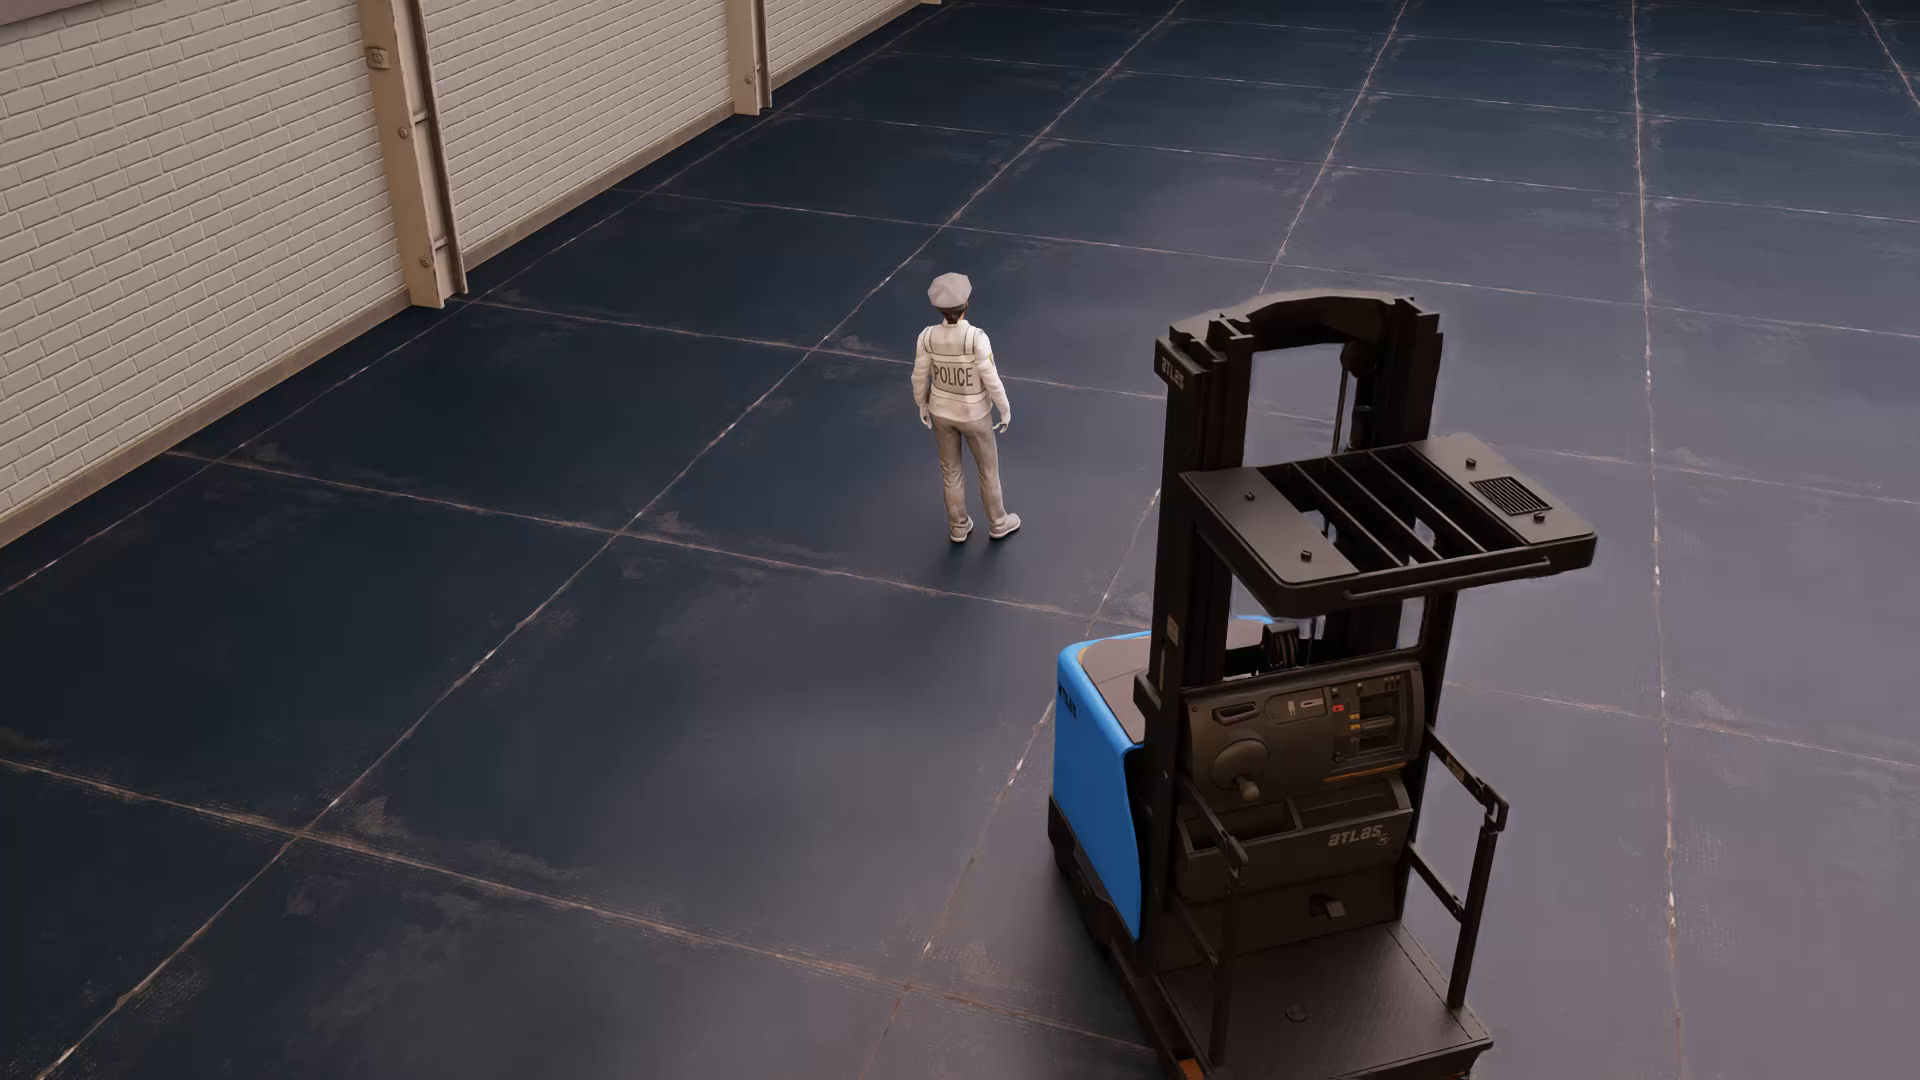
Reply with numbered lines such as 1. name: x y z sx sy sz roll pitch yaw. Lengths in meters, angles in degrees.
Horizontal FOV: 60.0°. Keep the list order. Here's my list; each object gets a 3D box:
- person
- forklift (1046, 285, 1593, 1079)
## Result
1. person: 0.028 -0.773 9.727 0.588 1.695 0.531 10 31 16
2. forklift: 1.315 0.726 5.863 1.130 2.935 3.031 -9 31 -15
